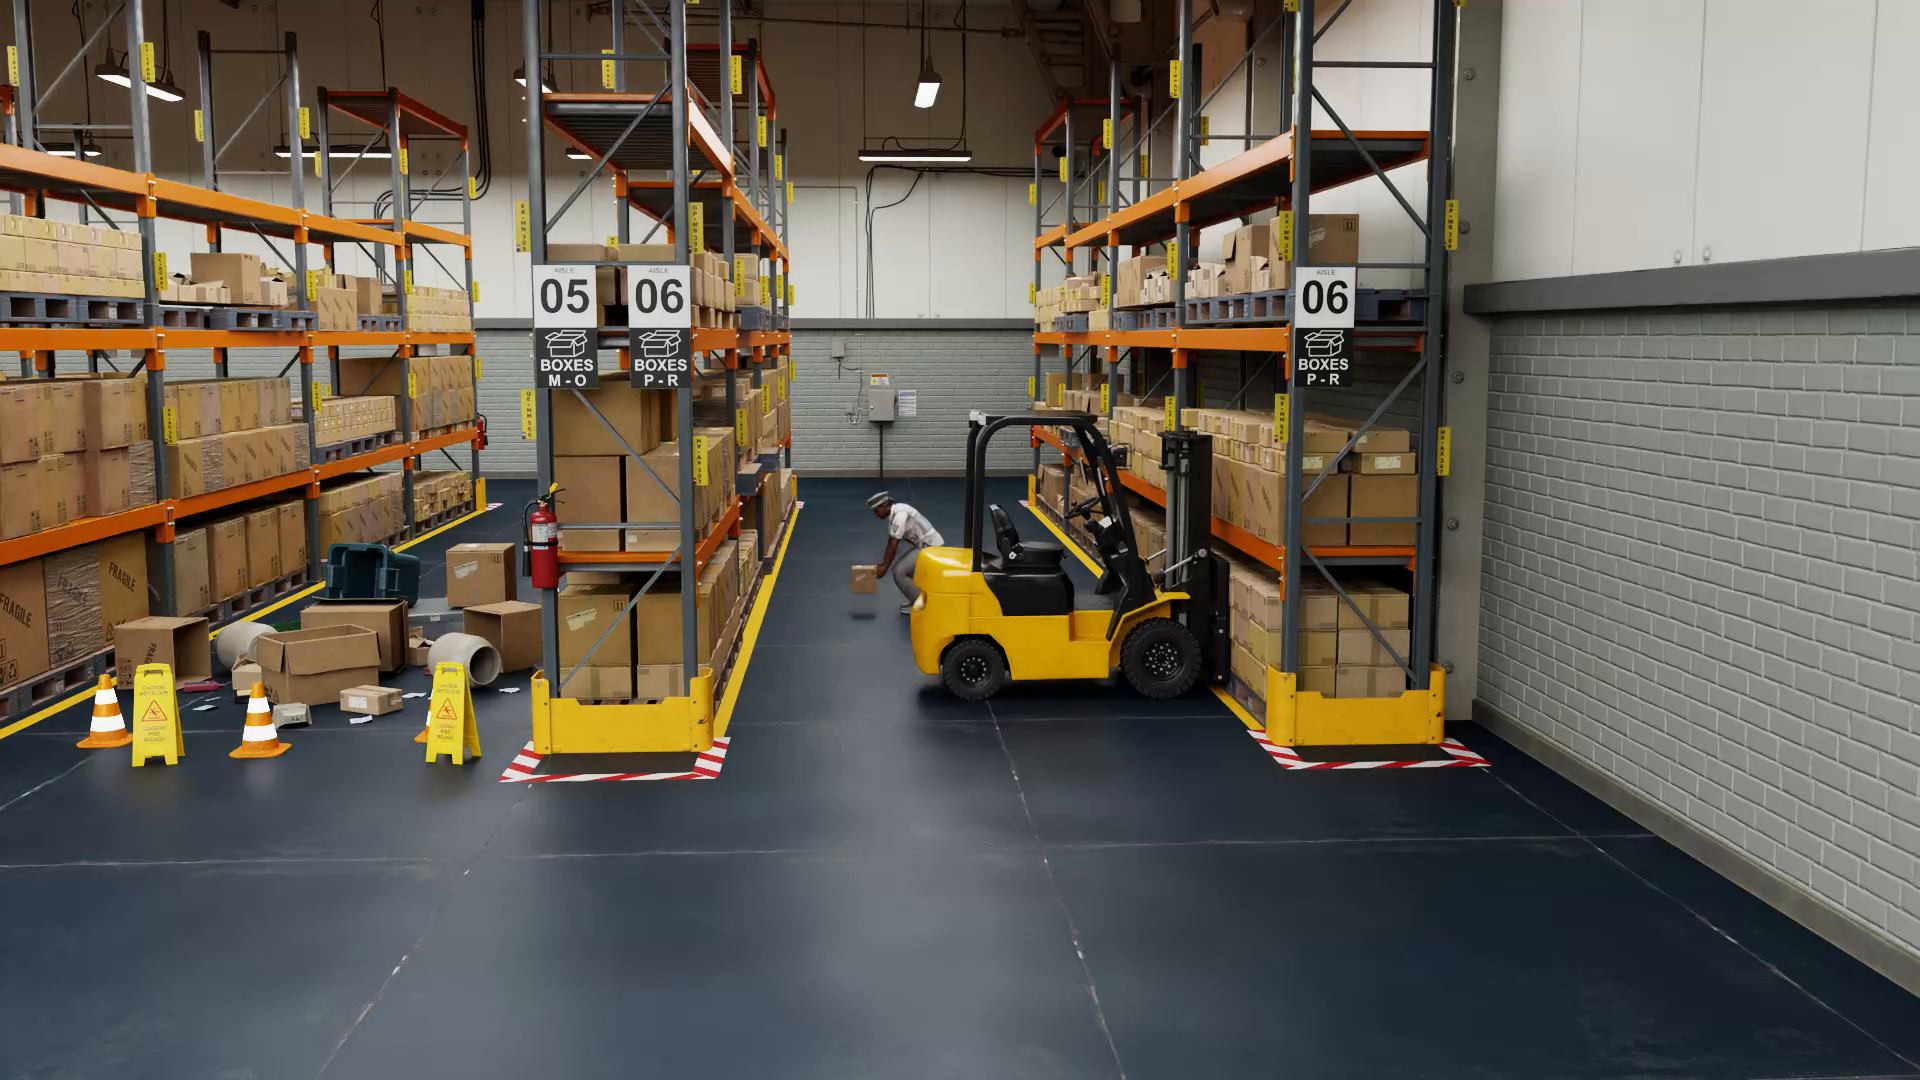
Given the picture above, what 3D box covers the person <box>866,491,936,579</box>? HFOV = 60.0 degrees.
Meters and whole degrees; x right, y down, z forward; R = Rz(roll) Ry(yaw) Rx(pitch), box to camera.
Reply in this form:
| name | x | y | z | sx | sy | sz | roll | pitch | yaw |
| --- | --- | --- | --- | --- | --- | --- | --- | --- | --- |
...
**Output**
| name | x | y | z | sx | sy | sz | roll | pitch | yaw |
| --- | --- | --- | --- | --- | --- | --- | --- | --- | --- |
| person | -0.591 | -0.051 | 16.601 | 0.703 | 0.879 | 0.493 | 0 | 7 | -4 |
